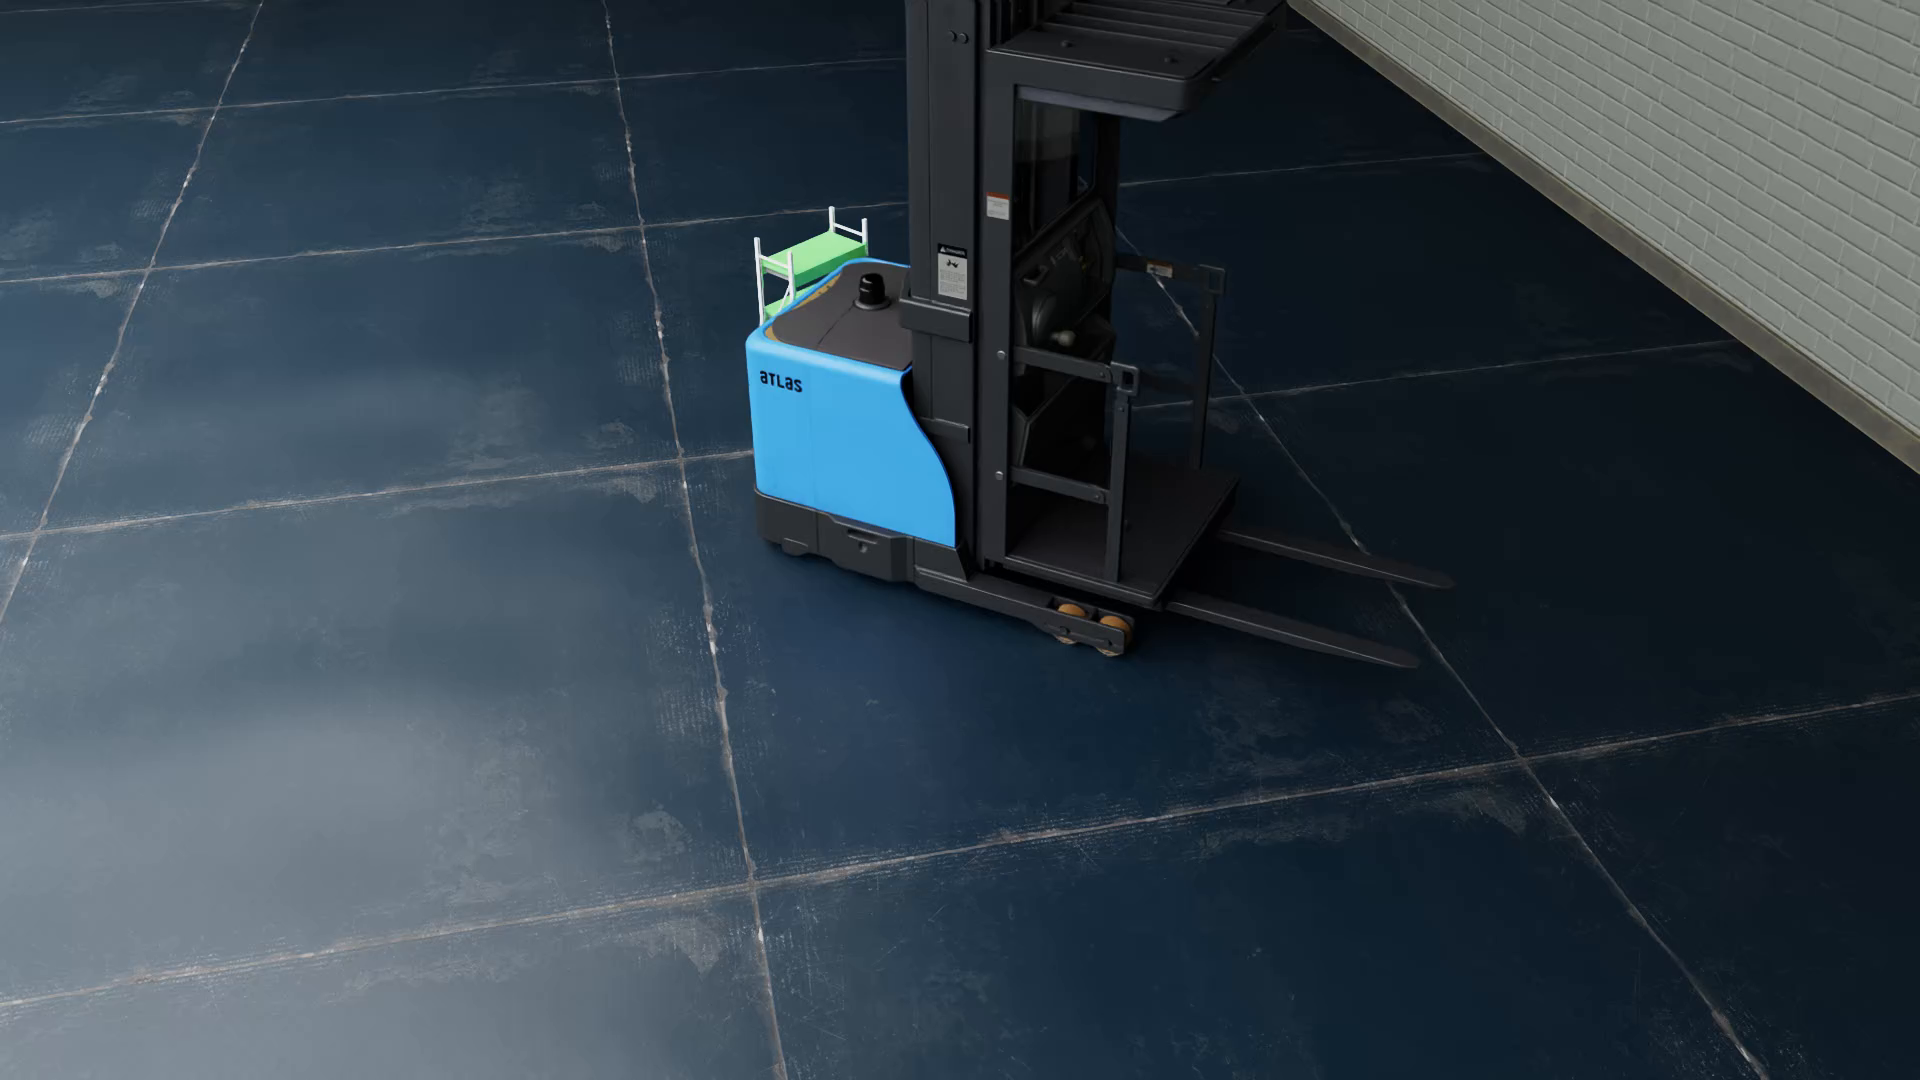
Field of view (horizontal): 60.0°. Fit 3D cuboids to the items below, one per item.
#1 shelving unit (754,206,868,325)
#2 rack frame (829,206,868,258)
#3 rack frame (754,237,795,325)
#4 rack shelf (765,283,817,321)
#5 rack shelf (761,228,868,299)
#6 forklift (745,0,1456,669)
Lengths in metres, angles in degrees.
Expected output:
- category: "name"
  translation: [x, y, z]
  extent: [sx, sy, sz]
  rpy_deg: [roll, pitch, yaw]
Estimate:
- category: "shelving unit"
  translation: [-0.694, -0.955, 8.097]
  extent: [0.258, 1.200, 0.503]
  rpy_deg: [26, 42, 33]
- category: "rack frame"
  translation: [-0.533, -1.057, 8.249]
  extent: [0.240, 1.200, 0.015]
  rpy_deg: [26, 42, 33]
- category: "rack frame"
  translation: [-0.854, -0.853, 7.944]
  extent: [0.240, 1.200, 0.015]
  rpy_deg: [26, 42, 33]
- category: "rack shelf"
  translation: [-0.694, -1.101, 7.998]
  extent: [0.258, 0.148, 0.480]
  rpy_deg: [26, 42, 33]
- category: "rack shelf"
  translation: [-0.694, -1.301, 7.865]
  extent: [0.258, 0.148, 0.480]
  rpy_deg: [26, 42, 33]
- category: "forklift"
  translation: [0.612, -1.066, 6.709]
  extent: [3.031, 2.935, 1.130]
  rpy_deg: [16, 37, 22]
